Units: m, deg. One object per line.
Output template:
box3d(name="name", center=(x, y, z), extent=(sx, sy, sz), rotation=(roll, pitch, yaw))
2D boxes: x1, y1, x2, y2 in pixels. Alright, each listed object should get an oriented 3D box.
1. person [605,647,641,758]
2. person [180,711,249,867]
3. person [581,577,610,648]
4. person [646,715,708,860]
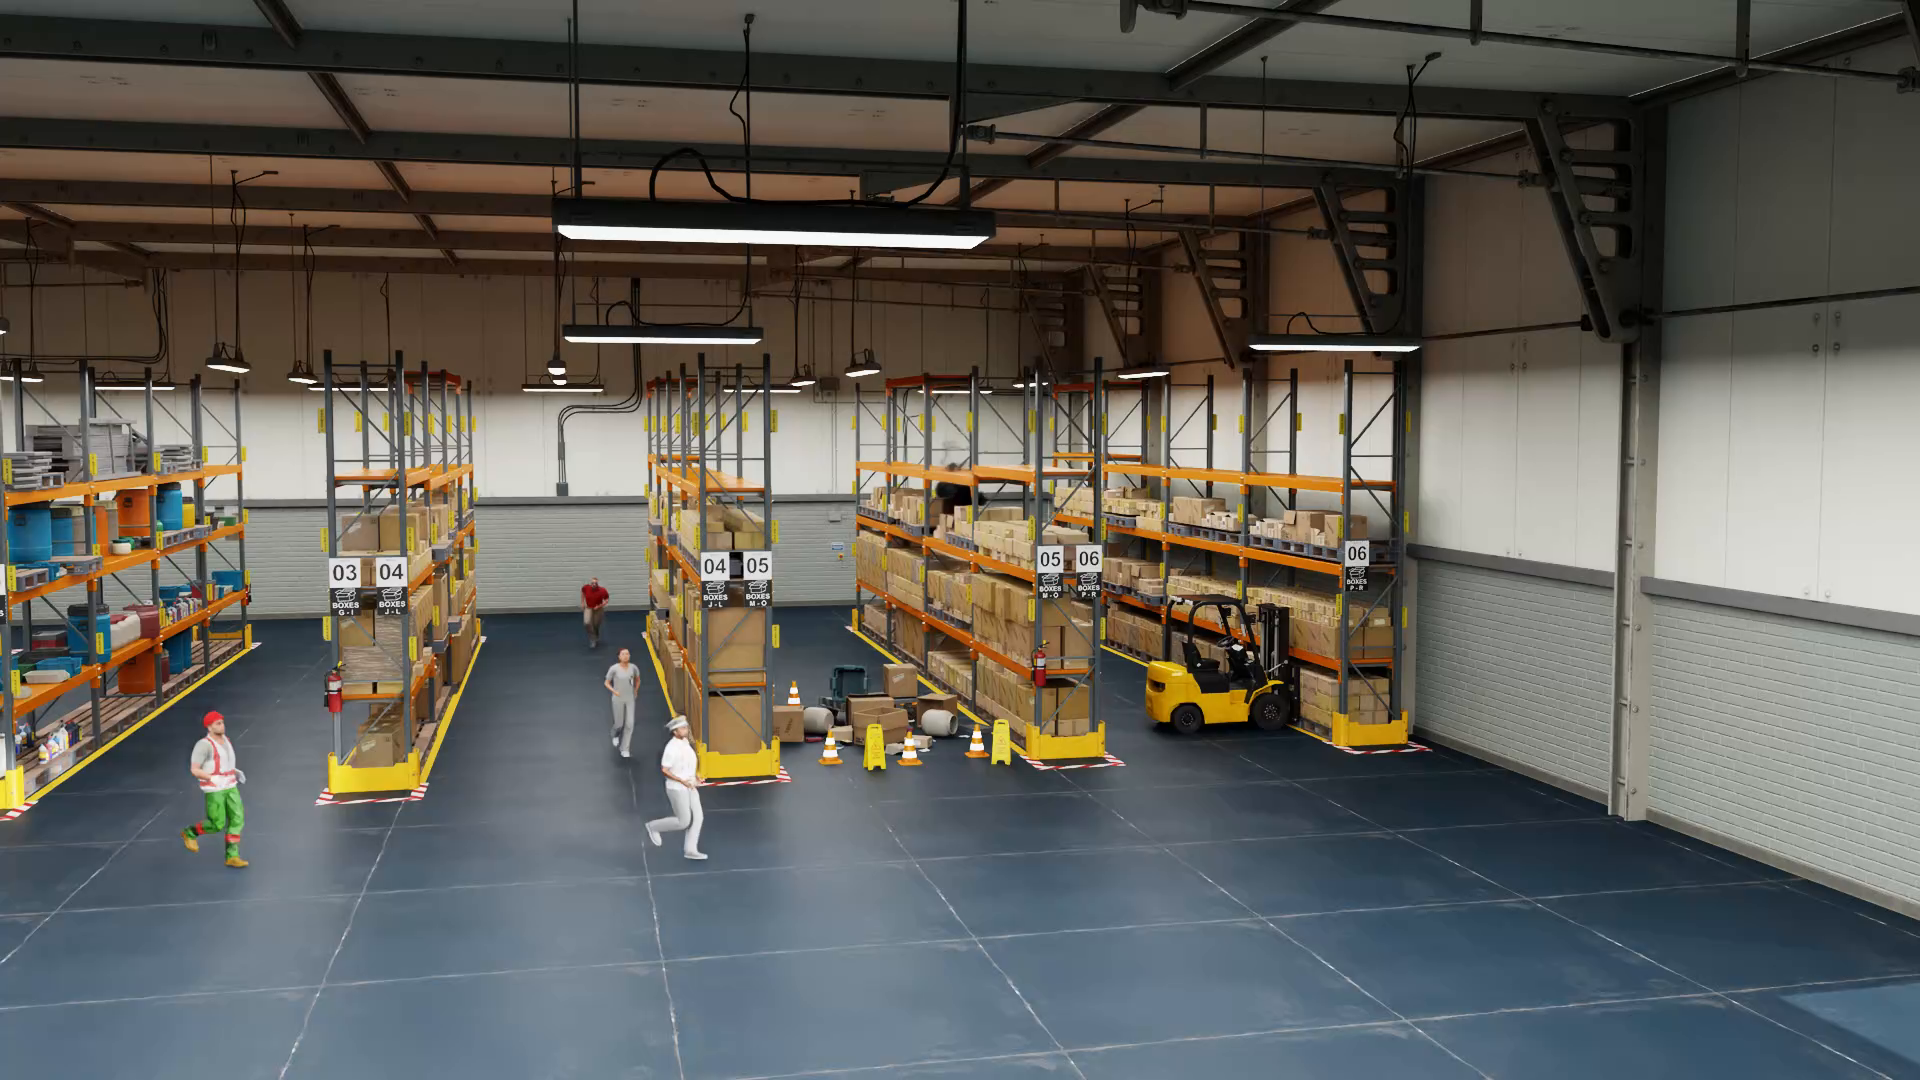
box3d(name="person", center=(-5.092, 2.426, 25.166), extent=(0.563, 1.643, 0.752), rotation=(-2, 4, -26))
box3d(name="person", center=(-8.435, 2.814, 18.859), extent=(0.823, 1.759, 0.666), rotation=(1, 4, 16))
box3d(name="person", center=(-8.235, 1.623, 37.629), extent=(0.664, 1.639, 0.966), rotation=(0, 4, -4))
box3d(name="person", center=(-3.235, 2.840, 19.164), extent=(0.726, 1.664, 0.577), rotation=(1, 4, 17))
